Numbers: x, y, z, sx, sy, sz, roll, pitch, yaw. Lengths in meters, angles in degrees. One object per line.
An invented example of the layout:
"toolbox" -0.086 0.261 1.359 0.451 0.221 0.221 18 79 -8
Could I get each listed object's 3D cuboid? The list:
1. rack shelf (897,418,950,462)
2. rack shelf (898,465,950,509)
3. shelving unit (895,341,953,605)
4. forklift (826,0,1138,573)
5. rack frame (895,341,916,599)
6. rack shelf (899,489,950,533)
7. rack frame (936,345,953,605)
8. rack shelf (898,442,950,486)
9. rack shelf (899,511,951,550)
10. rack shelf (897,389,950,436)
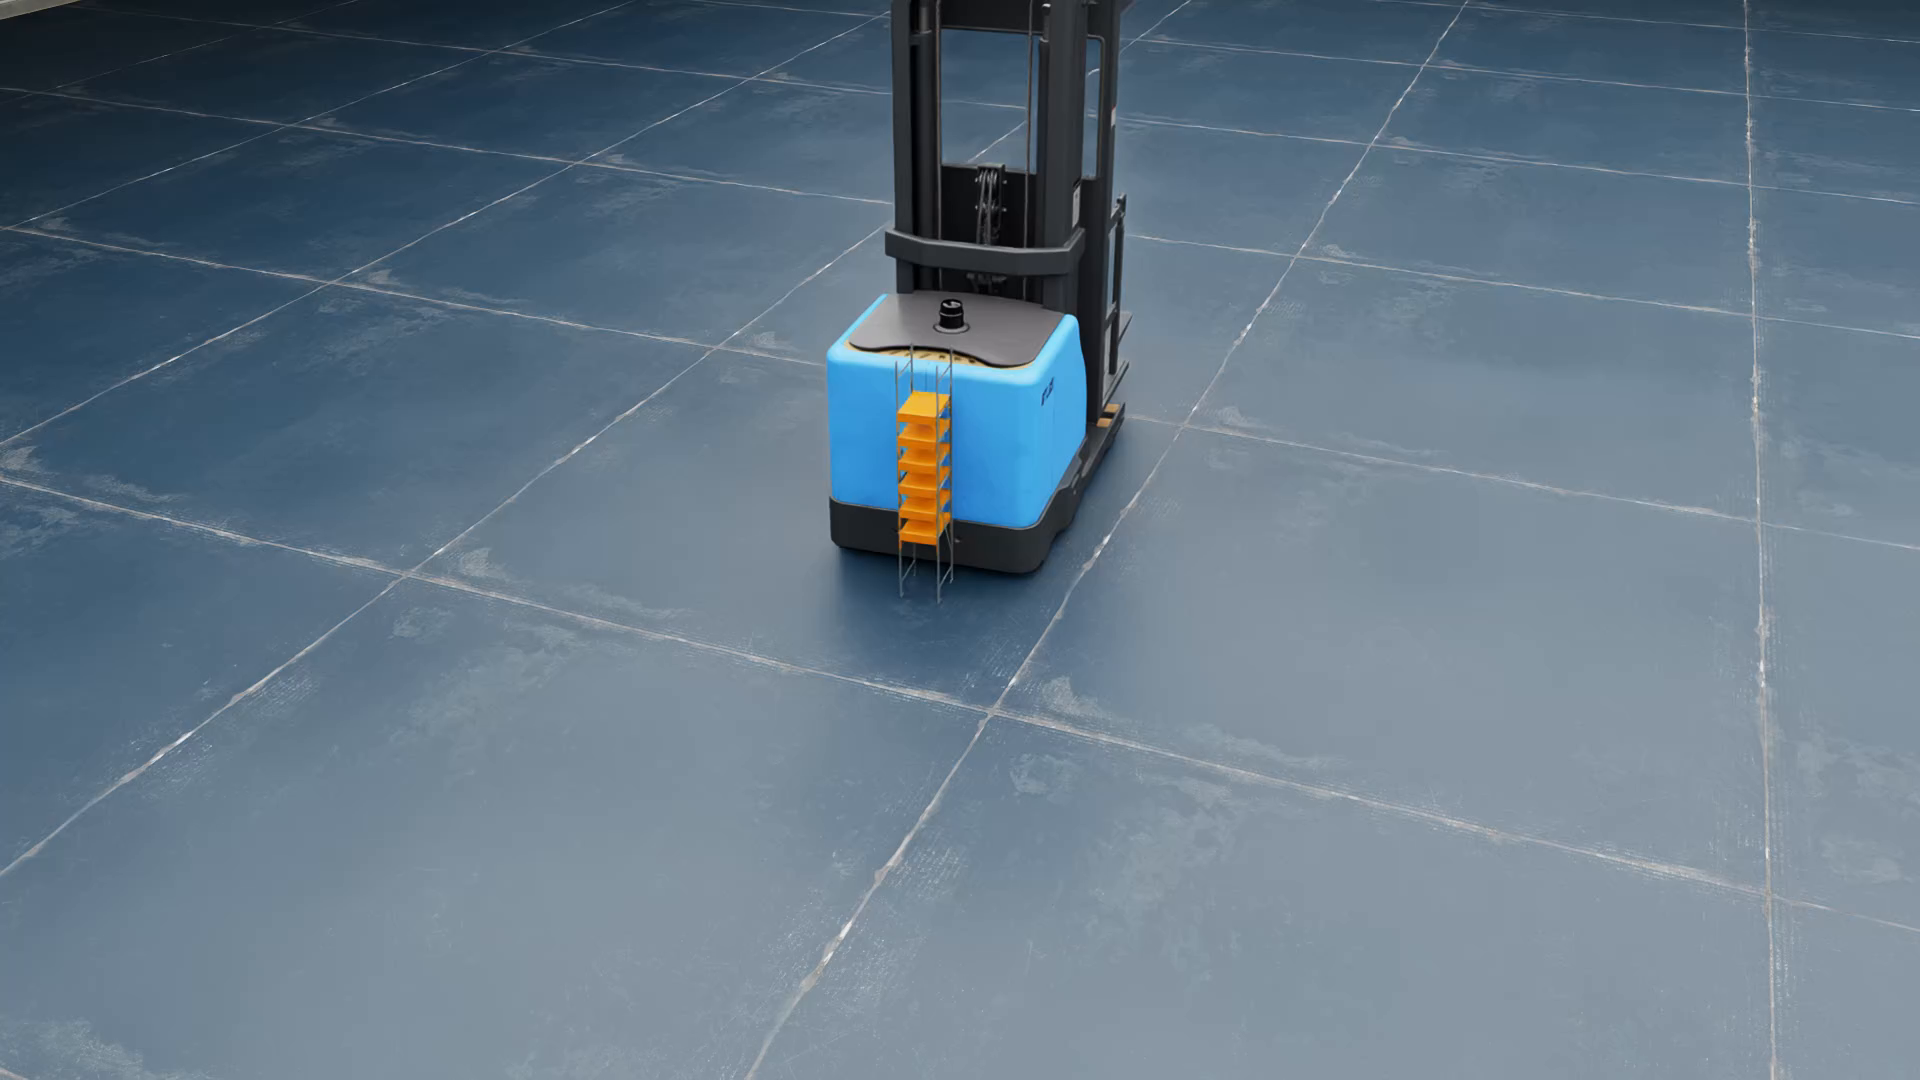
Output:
"rack shelf" -0.157 -0.461 7.449 0.180 0.103 0.258 8 30 14
"rack shelf" -0.157 -0.252 7.567 0.180 0.103 0.258 8 30 14
"shelving unit" -0.157 -0.291 7.545 0.189 1.200 0.258 8 30 14
"forklift" 0.291 -1.831 8.510 1.130 2.935 3.031 9 31 15
"rack frame" -0.245 -0.303 7.567 0.006 1.200 0.240 8 30 14
"rack shelf" -0.157 -0.148 7.626 0.180 0.103 0.258 8 30 14
"rack frame" -0.069 -0.279 7.524 0.006 1.200 0.240 8 30 14
"rack shelf" -0.157 -0.357 7.508 0.180 0.103 0.258 8 30 14
"rack shelf" -0.157 -0.043 7.685 0.180 0.103 0.258 8 30 14
"rack shelf" -0.157 -0.566 7.390 0.180 0.103 0.258 8 30 14
